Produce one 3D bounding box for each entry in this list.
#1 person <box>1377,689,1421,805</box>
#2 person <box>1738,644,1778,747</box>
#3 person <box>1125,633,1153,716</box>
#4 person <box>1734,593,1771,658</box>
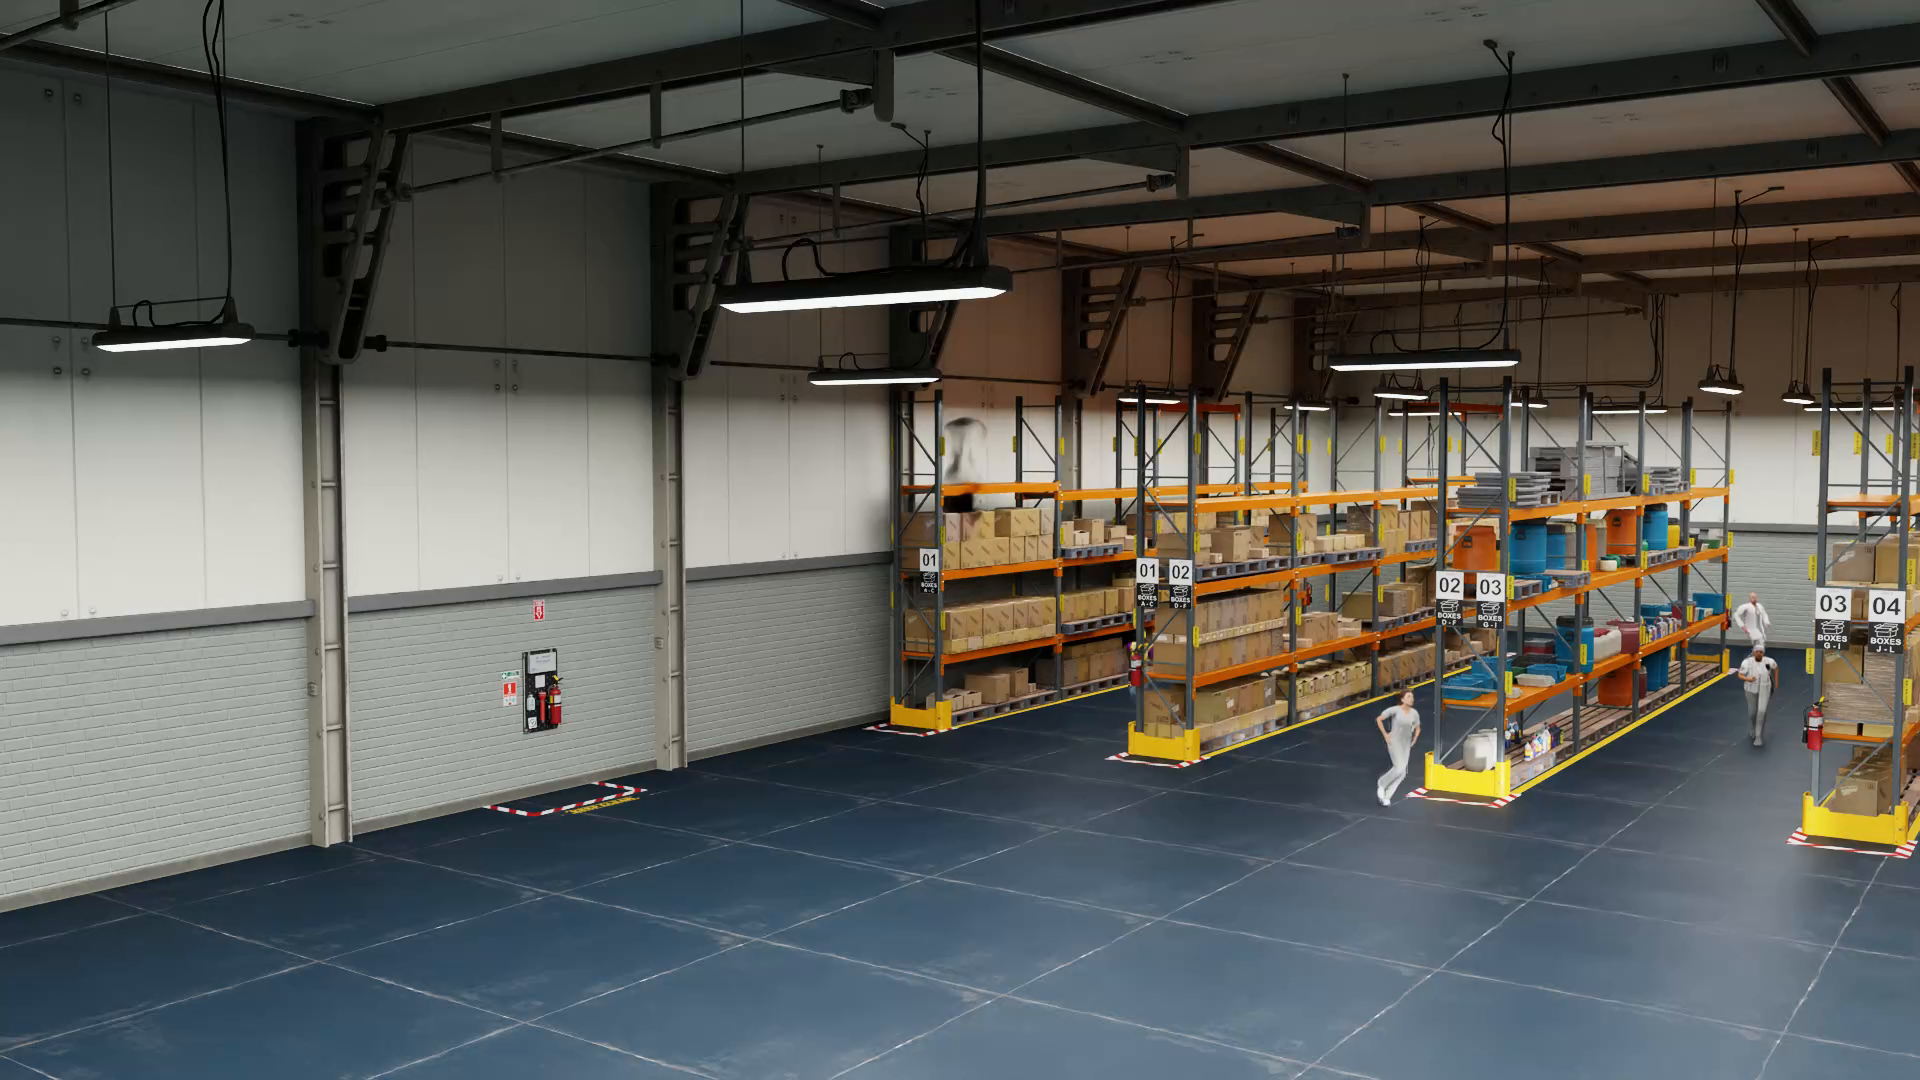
[{"bbox_3d":[6.176,2.889,23.222,0.591,1.619,0.502,-1,3,-19],"label":"person"},{"bbox_3d":[13.494,2.603,28.132,0.628,1.695,0.936,1,4,23],"label":"person"},{"bbox_3d":[3.267,2.453,30.042,0.682,1.678,0.845,1,3,19],"label":"person"},{"bbox_3d":[17.816,2.042,37.317,0.781,1.730,0.644,-1,3,-21],"label":"person"}]
